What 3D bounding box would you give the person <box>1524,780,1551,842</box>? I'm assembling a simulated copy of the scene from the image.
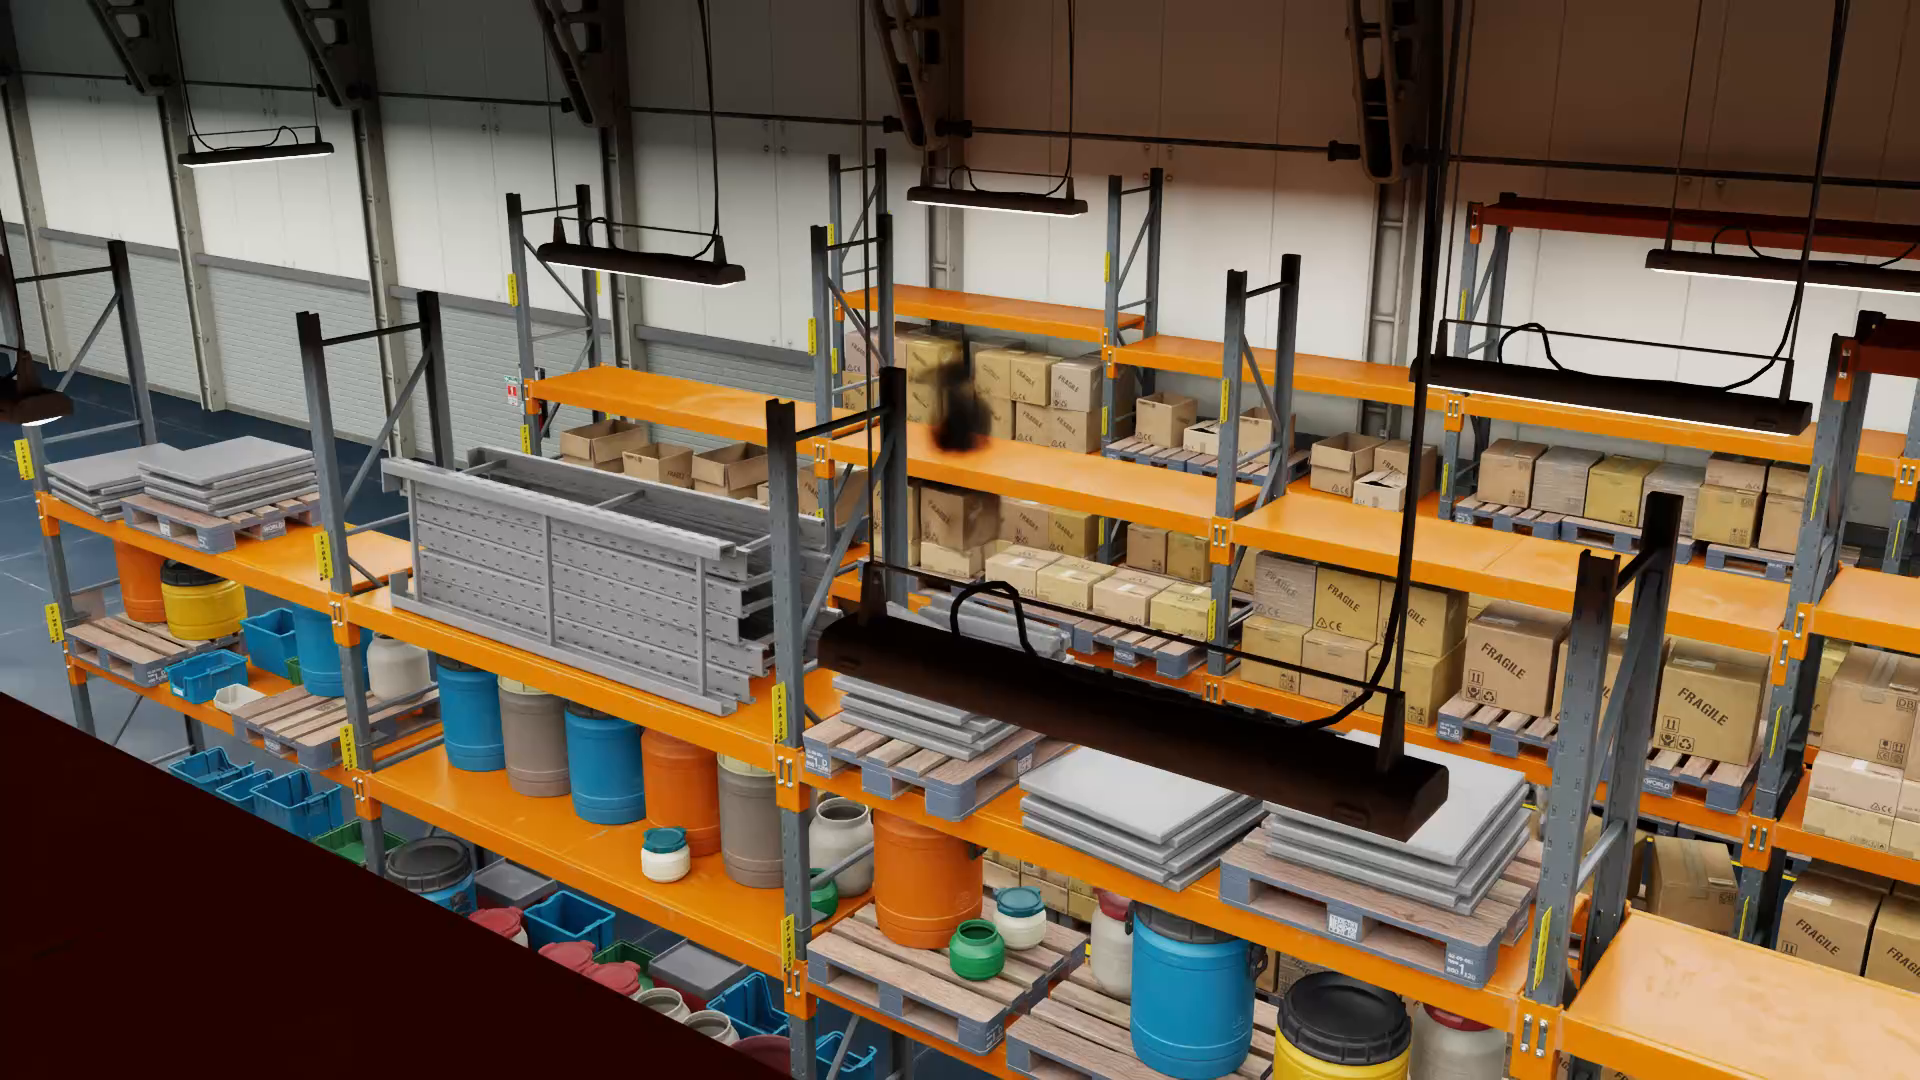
[{"bbox_3d":[5.264,2.491,14.861,0.776,1.766,0.631,17,25,40],"label":"person"}]
